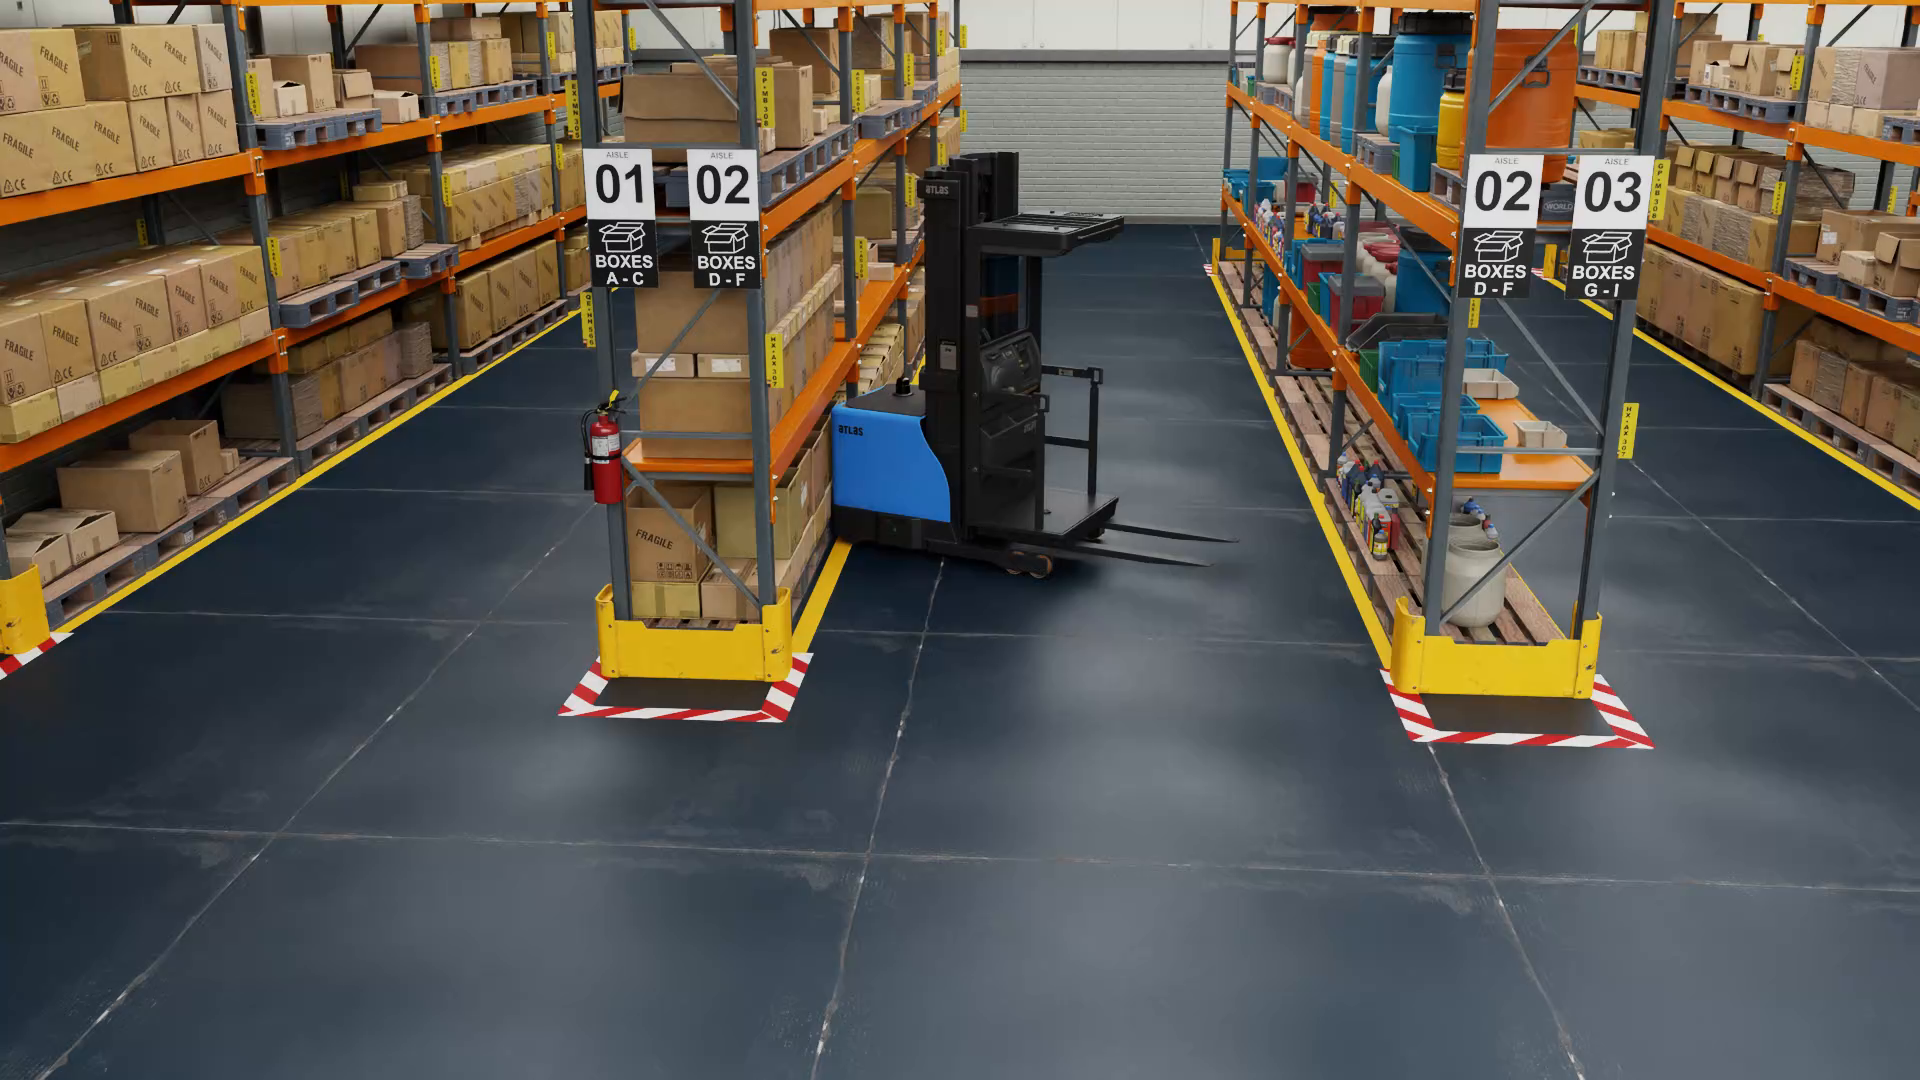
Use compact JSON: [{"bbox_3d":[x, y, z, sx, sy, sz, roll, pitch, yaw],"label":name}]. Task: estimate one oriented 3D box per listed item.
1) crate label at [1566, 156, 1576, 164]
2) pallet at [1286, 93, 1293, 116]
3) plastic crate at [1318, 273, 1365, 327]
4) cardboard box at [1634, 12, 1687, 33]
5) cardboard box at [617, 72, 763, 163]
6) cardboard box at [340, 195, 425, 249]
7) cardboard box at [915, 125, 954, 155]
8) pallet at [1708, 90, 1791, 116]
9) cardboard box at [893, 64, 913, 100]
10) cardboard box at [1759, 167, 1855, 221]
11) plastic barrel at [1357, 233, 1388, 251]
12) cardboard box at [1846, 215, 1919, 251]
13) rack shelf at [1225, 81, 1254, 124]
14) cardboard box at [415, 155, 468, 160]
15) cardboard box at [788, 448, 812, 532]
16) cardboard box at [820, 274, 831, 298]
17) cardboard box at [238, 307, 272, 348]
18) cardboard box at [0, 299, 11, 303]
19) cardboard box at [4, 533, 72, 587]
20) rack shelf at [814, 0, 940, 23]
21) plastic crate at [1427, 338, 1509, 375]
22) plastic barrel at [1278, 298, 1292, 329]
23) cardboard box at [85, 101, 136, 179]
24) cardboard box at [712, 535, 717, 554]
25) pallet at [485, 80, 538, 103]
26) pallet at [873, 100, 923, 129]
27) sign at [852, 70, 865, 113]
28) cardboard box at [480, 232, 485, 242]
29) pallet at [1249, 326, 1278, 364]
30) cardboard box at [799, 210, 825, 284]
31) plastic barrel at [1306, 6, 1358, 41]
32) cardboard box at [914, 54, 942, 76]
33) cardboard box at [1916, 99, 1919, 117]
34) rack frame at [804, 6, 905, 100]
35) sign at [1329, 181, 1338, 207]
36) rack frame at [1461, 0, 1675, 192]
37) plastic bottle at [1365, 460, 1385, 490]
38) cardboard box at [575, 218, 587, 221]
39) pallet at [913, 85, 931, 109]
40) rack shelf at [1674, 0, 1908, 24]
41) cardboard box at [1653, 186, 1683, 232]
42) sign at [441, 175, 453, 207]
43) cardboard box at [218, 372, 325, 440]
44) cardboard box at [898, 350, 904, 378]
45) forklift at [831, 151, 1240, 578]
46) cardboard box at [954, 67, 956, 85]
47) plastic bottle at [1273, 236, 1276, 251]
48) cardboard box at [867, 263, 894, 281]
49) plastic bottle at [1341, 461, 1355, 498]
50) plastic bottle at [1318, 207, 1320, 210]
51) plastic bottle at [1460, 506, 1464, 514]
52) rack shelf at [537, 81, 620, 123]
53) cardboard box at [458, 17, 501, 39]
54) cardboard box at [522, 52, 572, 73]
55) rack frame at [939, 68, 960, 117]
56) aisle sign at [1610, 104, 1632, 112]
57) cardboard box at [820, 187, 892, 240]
[{"bbox_3d":[3.756,-2.440,10.974,0.502,0.251,0.408,1,18,4],"label":"crate label"},{"bbox_3d":[4.018,-4.567,17.530,1.003,0.211,1.213,1,18,4],"label":"pallet"},{"bbox_3d":[3.347,-2.096,14.527,0.392,0.384,0.575,1,18,4],"label":"plastic crate"},{"bbox_3d":[9.224,-6.819,21.900,0.500,0.250,0.500,1,18,2],"label":"cardboard box"},{"bbox_3d":[-1.603,-2.542,9.981,0.797,0.503,0.637,3,18,8],"label":"cardboard box"},{"bbox_3d":[-6.040,-3.327,17.394,0.700,0.500,0.500,-1,18,-3],"label":"cardboard box"},{"bbox_3d":[-0.364,-5.493,23.103,0.500,0.500,0.500,2,18,6],"label":"cardboard box"},{"bbox_3d":[8.876,-4.770,18.148,1.003,0.211,1.213,2,18,6],"label":"pallet"},{"bbox_3d":[-1.003,-5.037,18.499,0.910,0.500,0.500,1,18,4],"label":"cardboard box"},{"bbox_3d":[8.874,-3.636,17.432,0.797,0.503,0.637,2,18,6],"label":"cardboard box"},{"bbox_3d":[4.005,-2.725,16.242,0.421,0.512,0.421,0,18,0],"label":"plastic barrel"},{"bbox_3d":[8.866,-2.788,15.780,0.700,0.500,0.500,4,19,12],"label":"cardboard box"},{"bbox_3d":[4.295,-5.943,22.581,1.077,0.370,4.000,1,18,4],"label":"rack shelf"},{"bbox_3d":[-6.126,-4.397,19.649,0.500,0.250,0.500,1,18,3],"label":"cardboard box"},{"bbox_3d":[-1.331,-0.345,11.695,0.500,0.500,0.500,1,18,4],"label":"cardboard box"},{"bbox_3d":[-1.204,-1.974,12.927,0.380,0.149,0.250,1,18,2],"label":"cardboard box"},{"bbox_3d":[-6.035,-1.759,13.683,0.500,0.250,0.500,1,18,4],"label":"cardboard box"},{"bbox_3d":[-6.722,-1.334,11.182,0.500,0.500,0.500,2,18,5],"label":"cardboard box"},{"bbox_3d":[-6.450,0.123,11.341,0.500,0.311,0.500,-1,18,-2],"label":"cardboard box"},{"bbox_3d":[-0.932,-6.048,18.726,1.077,0.370,4.000,1,18,4],"label":"rack shelf"},{"bbox_3d":[3.770,-1.333,12.413,0.499,0.251,0.616,1,18,4],"label":"plastic crate"},{"bbox_3d":[3.964,-2.553,19.094,0.600,0.588,0.708,1,18,4],"label":"plastic barrel"},{"bbox_3d":[-6.192,-2.807,11.664,0.500,0.500,0.500,2,18,7],"label":"cardboard box"},{"bbox_3d":[-1.881,0.155,11.373,0.500,0.250,0.500,1,18,4],"label":"cardboard box"},{"bbox_3d":[-5.746,-5.508,20.406,0.805,0.209,1.217,1,18,2],"label":"pallet"},{"bbox_3d":[-1.034,-4.231,16.503,1.213,0.211,1.003,2,18,6],"label":"pallet"},{"bbox_3d":[-0.808,-3.562,13.202,0.100,0.325,0.005,1,18,4],"label":"sign"},{"bbox_3d":[-5.726,-3.525,19.234,0.380,0.149,0.250,2,18,5],"label":"cardboard box"},{"bbox_3d":[3.970,-2.295,19.586,1.003,0.211,1.213,1,18,4],"label":"pallet"},{"bbox_3d":[-1.422,-2.234,12.681,0.700,0.500,0.500,1,18,4],"label":"cardboard box"},{"bbox_3d":[4.182,-5.568,18.802,0.600,0.901,0.708,1,18,4],"label":"plastic barrel"},{"bbox_3d":[-0.506,-6.087,21.304,0.500,0.250,0.500,1,18,4],"label":"cardboard box"},{"bbox_3d":[8.553,-3.742,14.408,0.380,0.166,0.250,1,18,2],"label":"cardboard box"},{"bbox_3d":[-1.075,-5.959,16.656,1.000,3.000,0.127,1,18,4],"label":"rack frame"},{"bbox_3d":[4.701,-4.357,20.958,0.100,0.325,0.005,1,18,4],"label":"sign"},{"bbox_3d":[3.292,-3.362,8.732,1.000,3.000,0.127,1,18,4],"label":"rack frame"},{"bbox_3d":[3.251,-0.459,13.055,0.144,0.351,0.185,1,18,4],"label":"plastic bottle"},{"bbox_3d":[-5.619,-4.688,24.711,0.380,0.149,0.250,1,18,4],"label":"cardboard box"},{"bbox_3d":[-0.976,-5.163,19.347,1.213,0.211,1.003,1,18,4],"label":"pallet"},{"bbox_3d":[8.949,-5.825,18.047,1.077,0.370,4.000,1,18,4],"label":"rack shelf"},{"bbox_3d":[8.810,-4.038,20.268,0.500,0.500,0.500,1,18,4],"label":"cardboard box"},{"bbox_3d":[-5.474,-3.720,17.728,0.100,0.325,0.005,1,18,4],"label":"sign"},{"bbox_3d":[-6.267,-1.225,15.152,0.700,0.500,0.500,2,18,6],"label":"cardboard box"},{"bbox_3d":[-0.869,-1.832,17.437,0.500,0.250,0.500,2,18,5],"label":"cardboard box"},{"bbox_3d":[0.557,-1.305,12.198,3.031,2.935,1.130,9,20,25],"label":"forklift"},{"bbox_3d":[-0.322,-6.626,23.751,0.500,0.250,0.500,1,18,4],"label":"cardboard box"},{"bbox_3d":[3.554,-3.325,18.573,0.097,0.201,0.097,0,18,0],"label":"plastic bottle"},{"bbox_3d":[-0.864,-2.703,16.758,0.380,0.149,0.250,1,18,4],"label":"cardboard box"},{"bbox_3d":[3.123,-0.478,13.233,0.152,0.276,0.135,2,18,6],"label":"plastic bottle"},{"bbox_3d":[4.420,-3.936,20.318,0.152,0.276,0.135,1,18,4],"label":"plastic bottle"},{"bbox_3d":[3.786,-0.179,12.439,0.097,0.201,0.097,0,18,0],"label":"plastic bottle"},{"bbox_3d":[-5.586,-6.164,23.256,1.077,0.370,4.000,1,18,4],"label":"rack shelf"},{"bbox_3d":[-5.923,-6.227,20.222,0.500,0.250,0.500,3,18,8],"label":"cardboard box"},{"bbox_3d":[-5.417,-6.269,21.828,0.500,0.250,0.500,1,18,4],"label":"cardboard box"},{"bbox_3d":[-0.502,-5.592,25.173,1.000,3.000,0.127,1,18,4],"label":"rack frame"},{"bbox_3d":[9.683,-6.621,24.137,0.394,0.787,0.004,1,18,4],"label":"aisle sign"},{"bbox_3d":[-1.142,-3.553,18.114,0.700,0.500,0.500,-5,19,-15],"label":"cardboard box"}]
